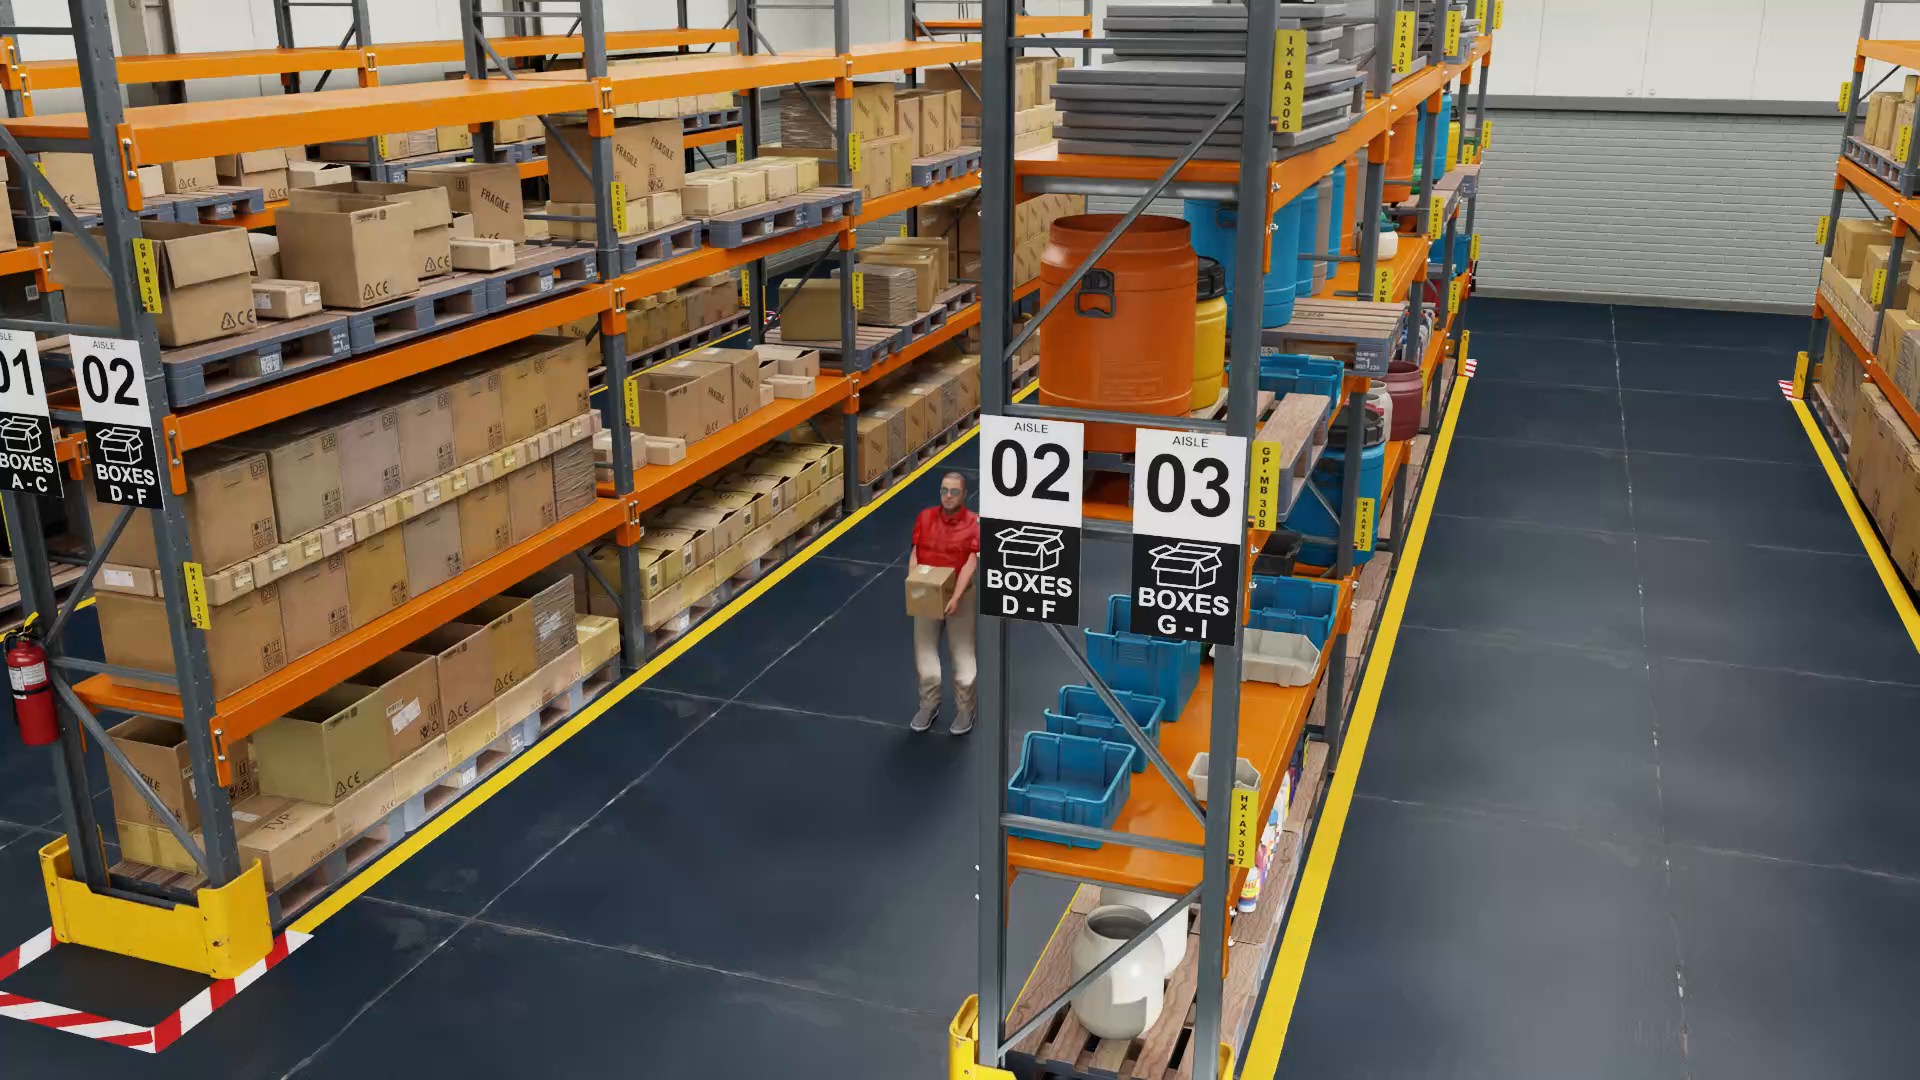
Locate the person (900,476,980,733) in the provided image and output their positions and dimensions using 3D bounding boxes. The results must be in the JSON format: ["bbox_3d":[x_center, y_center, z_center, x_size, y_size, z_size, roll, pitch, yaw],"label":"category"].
[{"bbox_3d":[-0.083,0.398,10.895,0.589,1.725,0.392,5,19,16],"label":"person"}]
